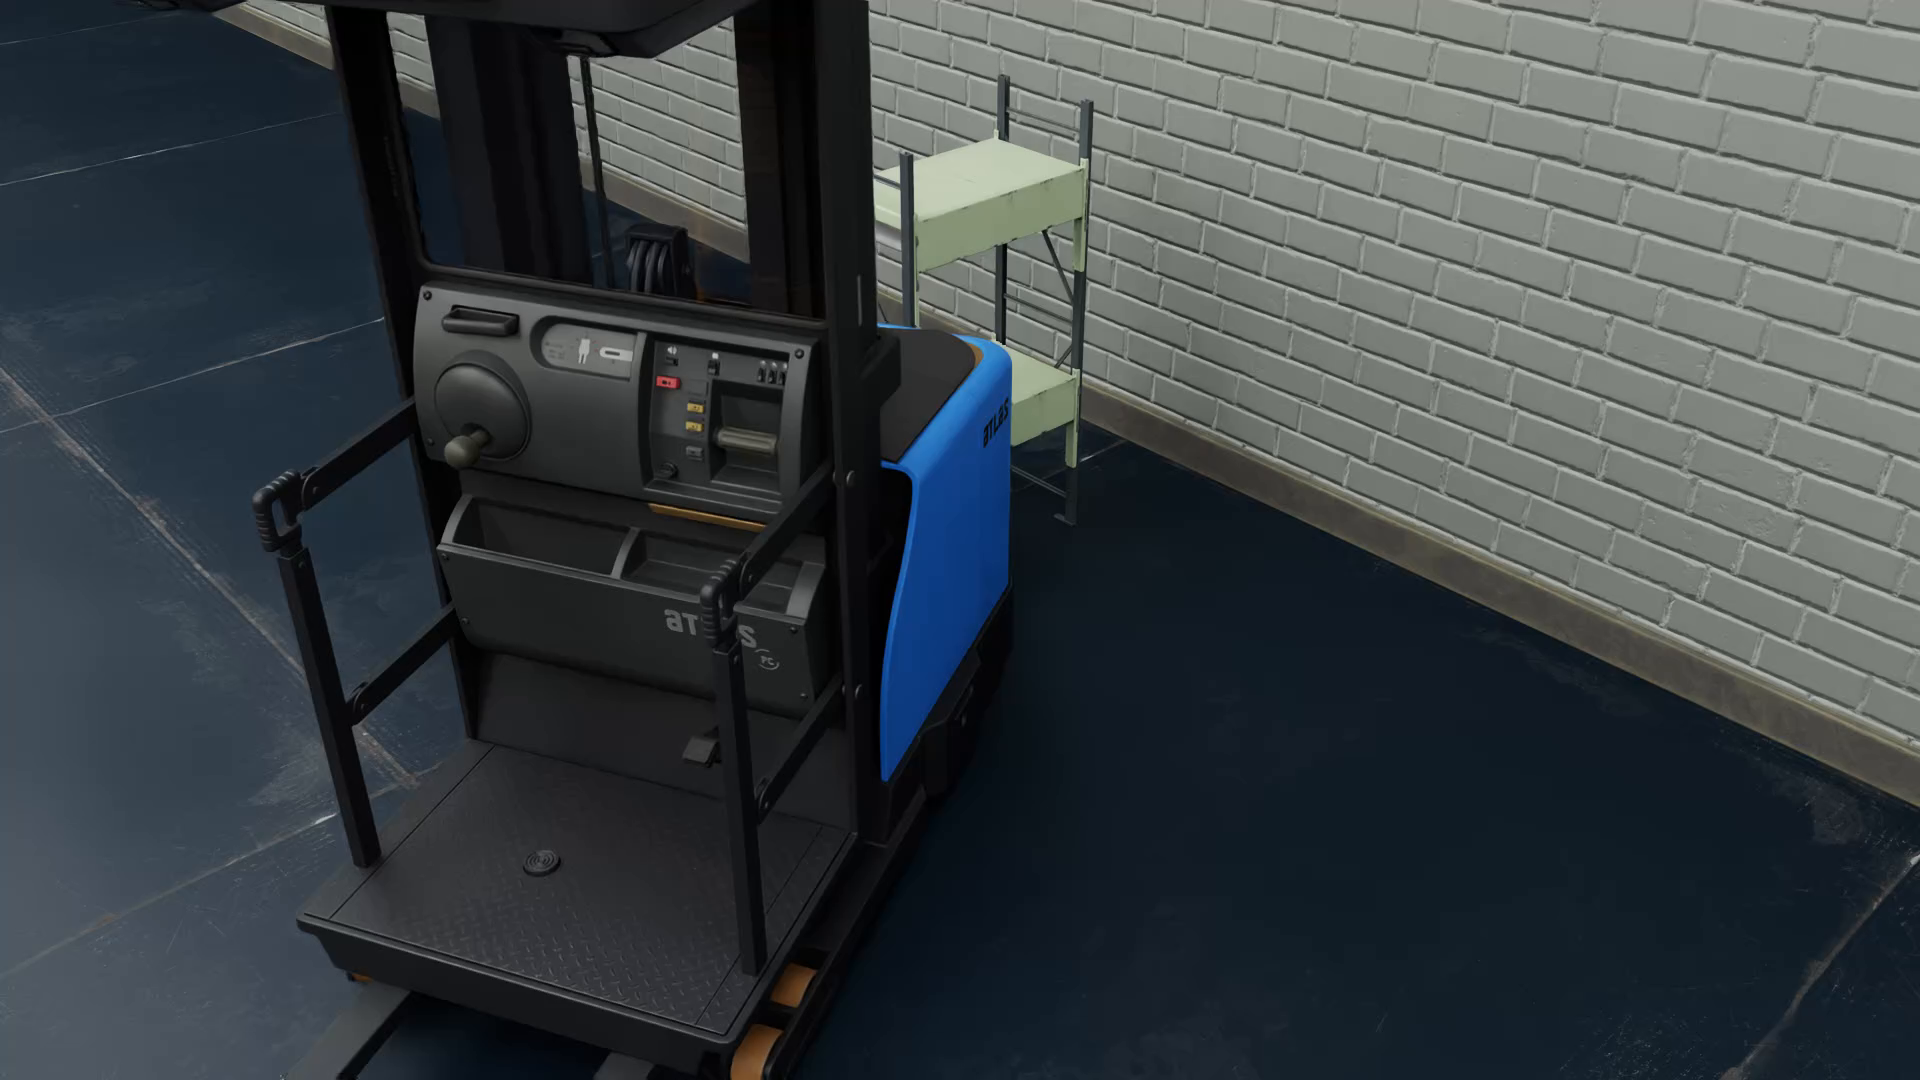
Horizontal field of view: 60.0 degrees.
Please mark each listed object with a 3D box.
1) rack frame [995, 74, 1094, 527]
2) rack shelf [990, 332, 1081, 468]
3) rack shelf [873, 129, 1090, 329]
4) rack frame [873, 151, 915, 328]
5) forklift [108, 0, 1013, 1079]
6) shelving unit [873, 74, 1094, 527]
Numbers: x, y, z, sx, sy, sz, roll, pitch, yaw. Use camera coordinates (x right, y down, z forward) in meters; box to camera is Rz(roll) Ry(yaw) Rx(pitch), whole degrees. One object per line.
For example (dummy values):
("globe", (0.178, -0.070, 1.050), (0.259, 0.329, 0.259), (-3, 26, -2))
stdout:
("rack frame", (0.264, -0.767, 5.567), (0.023, 1.500, 0.400), (-26, 40, -35))
("rack shelf", (-0.005, -0.359, 5.525), (0.720, 0.370, 0.431), (-26, 40, -35))
("rack shelf", (-0.005, -0.970, 5.151), (0.720, 0.370, 0.431), (-26, 40, -35))
("rack frame", (-0.273, -0.508, 5.143), (0.023, 1.500, 0.400), (-26, 40, -35))
("forklift", (-0.816, -0.246, 3.343), (1.130, 2.935, 3.031), (11, 33, 17))
("shelving unit", (-0.005, -0.637, 5.355), (0.755, 1.500, 0.431), (-26, 40, -35))
